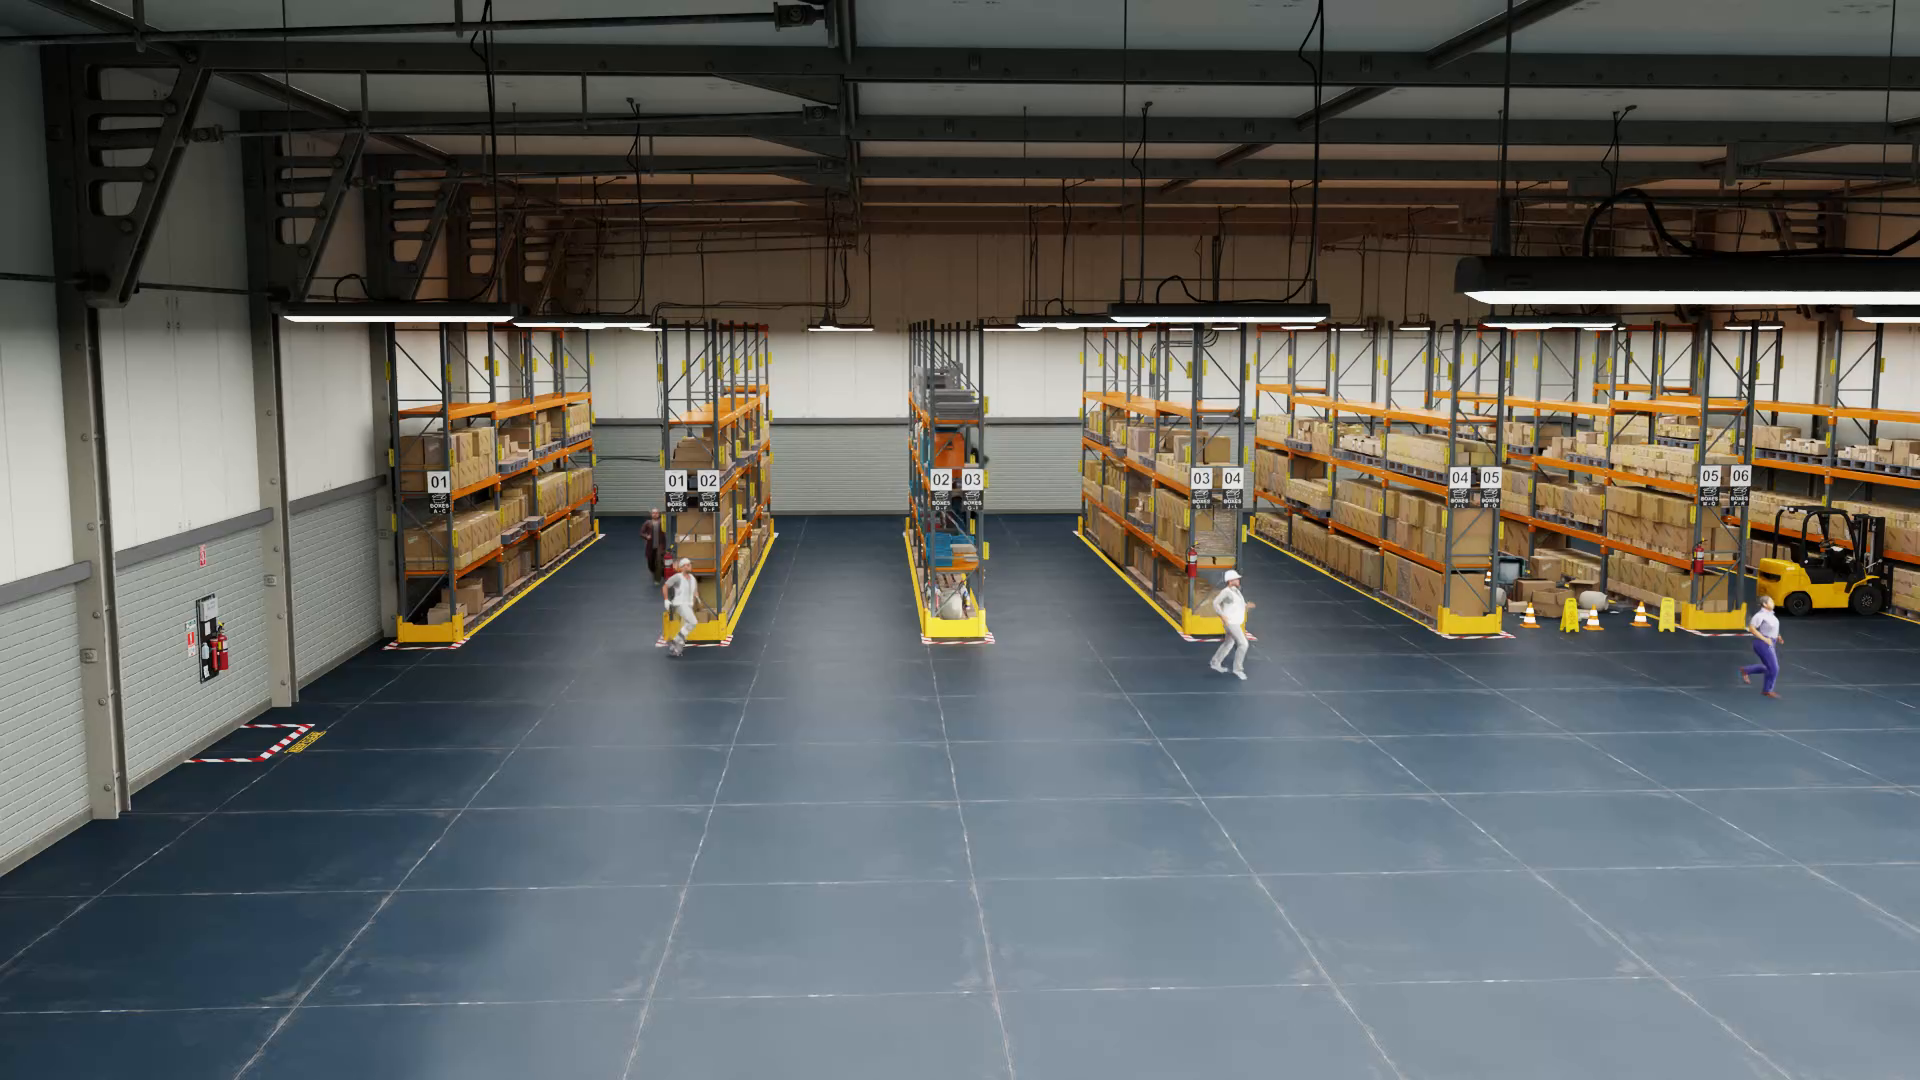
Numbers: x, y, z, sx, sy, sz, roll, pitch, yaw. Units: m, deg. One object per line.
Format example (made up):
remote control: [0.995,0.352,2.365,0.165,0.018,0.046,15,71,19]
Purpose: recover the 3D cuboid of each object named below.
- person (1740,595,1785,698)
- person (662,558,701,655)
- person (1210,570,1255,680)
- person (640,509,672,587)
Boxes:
person: [12.752,1.721,26.465,0.670,1.539,0.593,6,9,41]
person: [-4.885,1.193,29.716,0.606,1.715,0.702,4,8,31]
person: [4.547,1.419,27.804,0.766,1.834,0.625,3,8,23]
person: [-6.952,0.197,38.048,0.721,1.668,0.958,-1,7,-7]
